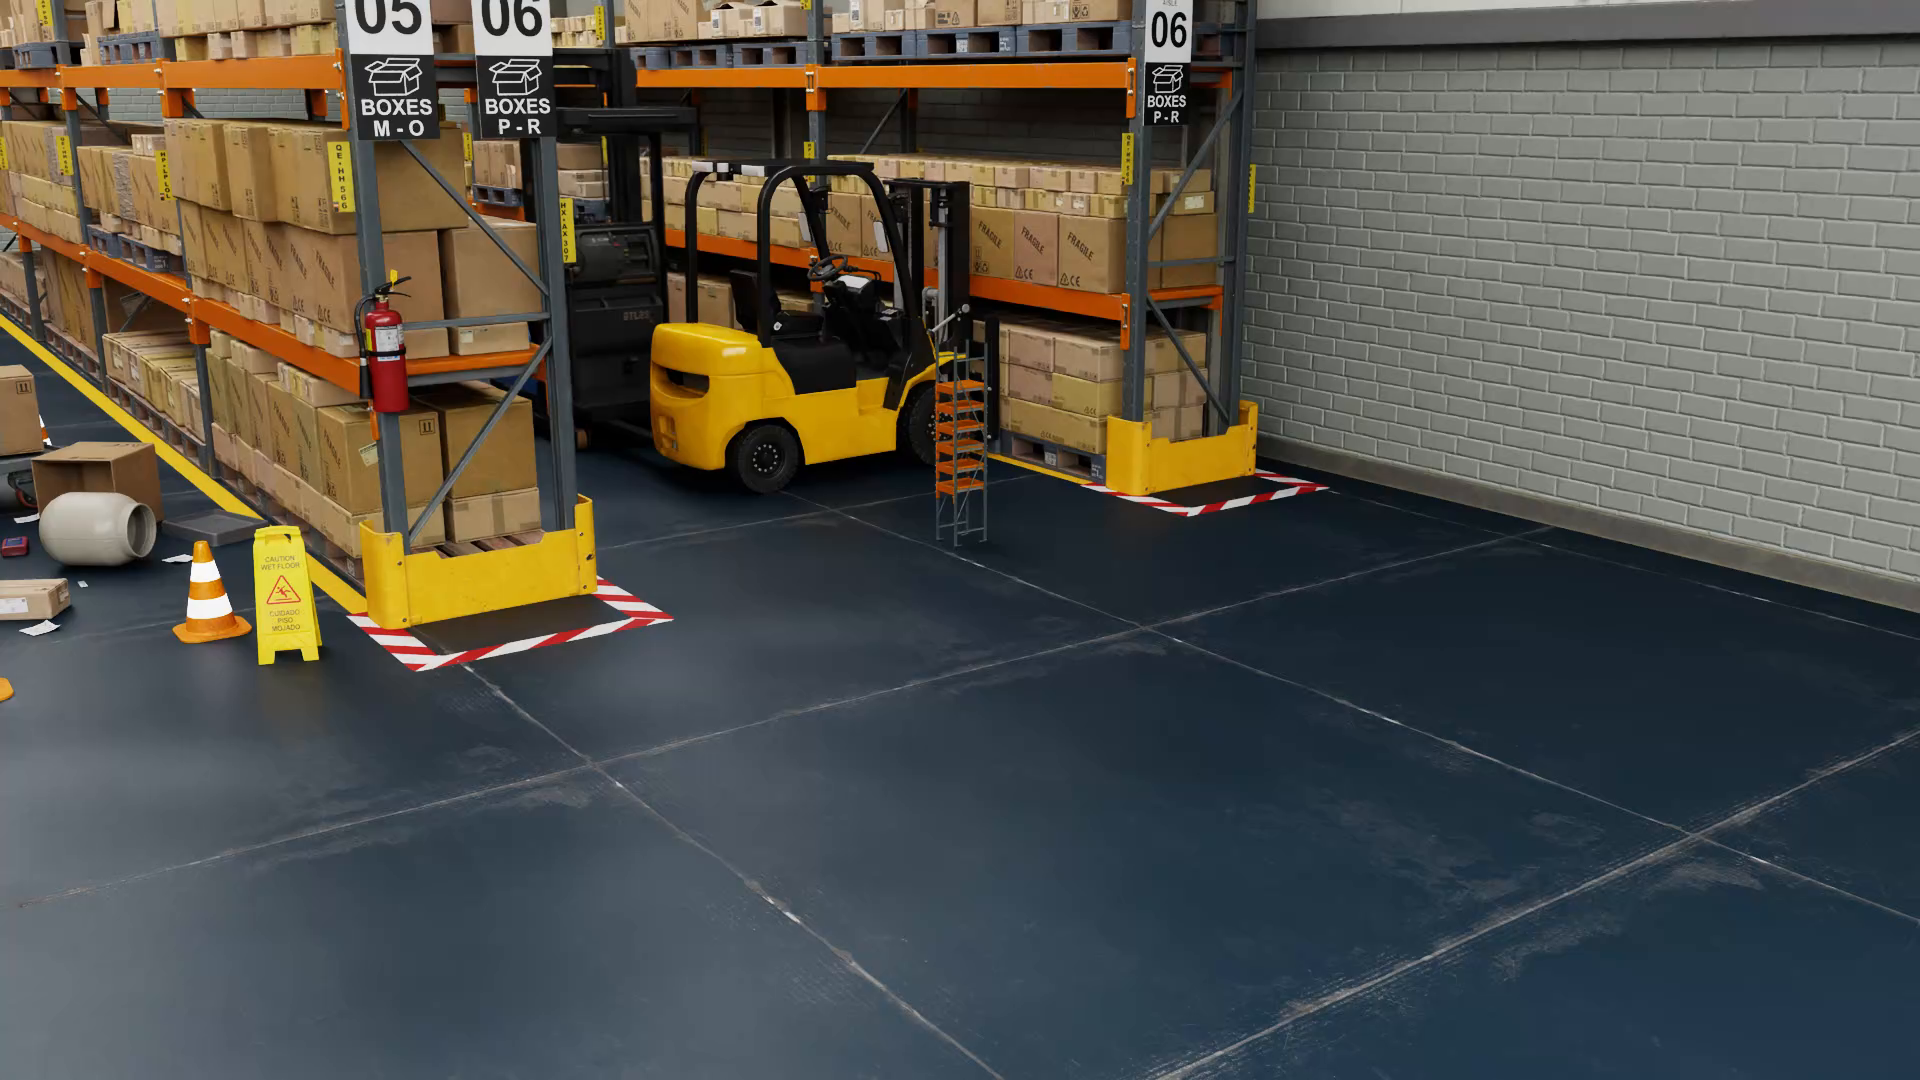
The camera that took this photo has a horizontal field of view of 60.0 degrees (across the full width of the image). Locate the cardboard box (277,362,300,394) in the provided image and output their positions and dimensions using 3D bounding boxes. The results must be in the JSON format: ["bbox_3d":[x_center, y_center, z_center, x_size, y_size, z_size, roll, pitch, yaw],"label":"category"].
[{"bbox_3d":[-3.732,-0.958,9.656,0.380,0.149,0.250,-10,18,-32],"label":"cardboard box"}]

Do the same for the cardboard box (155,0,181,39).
[{"bbox_3d":[-4.796,-3.333,10.610,0.500,0.250,0.500,-11,19,-36],"label":"cardboard box"}]

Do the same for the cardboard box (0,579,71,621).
[{"bbox_3d":[-4.885,0.312,8.656,0.380,0.149,0.250,-2,15,-6],"label":"cardboard box"}]

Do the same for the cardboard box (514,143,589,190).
[{"bbox_3d":[-4.654,-4.266,18.994,0.700,0.500,0.500,-11,19,-35],"label":"cardboard box"}]

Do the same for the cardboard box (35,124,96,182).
[{"bbox_3d":[-8.295,-3.621,15.542,0.500,0.500,0.500,-11,19,-34],"label":"cardboard box"}]

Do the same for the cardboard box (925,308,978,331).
[{"bbox_3d":[-0.195,-1.714,13.176,0.500,0.250,0.500,-10,18,-33],"label":"cardboard box"}]

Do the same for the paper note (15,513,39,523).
[{"bbox_3d":[-5.901,-0.141,10.535,0.148,0.019,0.142,-11,19,-35],"label":"paper note"}]

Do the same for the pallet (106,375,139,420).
[{"bbox_3d":[-6.726,-1.294,14.402,1.003,0.211,1.213,-11,19,-35],"label":"pallet"}]

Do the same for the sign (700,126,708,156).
[{"bbox_3d":[-2.725,-4.222,17.627,0.100,0.325,0.005,-11,19,-35],"label":"sign"}]

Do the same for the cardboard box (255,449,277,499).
[{"bbox_3d":[-4.067,-0.435,10.396,0.500,0.250,0.500,-11,19,-35],"label":"cardboard box"}]

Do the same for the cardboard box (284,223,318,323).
[{"bbox_3d":[-3.314,-1.470,9.011,0.500,0.500,0.500,-11,19,-34],"label":"cardboard box"}]

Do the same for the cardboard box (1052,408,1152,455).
[{"bbox_3d":[1.000,-0.796,11.716,0.500,0.250,0.500,-11,19,-34],"label":"cardboard box"}]

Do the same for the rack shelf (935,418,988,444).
[{"bbox_3d":[0.009,-0.649,9.886,0.258,0.103,0.180,-11,19,-35],"label":"rack shelf"}]

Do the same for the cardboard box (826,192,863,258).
[{"bbox_3d":[-0.770,-2.636,13.835,0.500,0.500,0.500,-12,19,-36],"label":"cardboard box"}]

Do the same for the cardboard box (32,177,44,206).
[{"bbox_3d":[-8.603,-3.364,16.023,0.500,0.250,0.500,-12,19,-36],"label":"cardboard box"}]

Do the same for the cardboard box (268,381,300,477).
[{"bbox_3d":[-3.764,-0.686,9.892,0.500,0.500,0.500,-11,19,-36],"label":"cardboard box"}]

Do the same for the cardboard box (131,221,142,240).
[{"bbox_3d":[-6.233,-2.436,12.975,0.380,0.149,0.250,-10,18,-33],"label":"cardboard box"}]

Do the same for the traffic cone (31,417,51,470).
[{"bbox_3d":[-6.694,-0.775,12.032,0.336,0.463,0.334,-11,19,-35],"label":"traffic cone"}]

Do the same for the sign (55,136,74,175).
[{"bbox_3d":[-7.632,-3.277,14.175,0.100,0.325,0.005,-11,19,-35],"label":"sign"}]

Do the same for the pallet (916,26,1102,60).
[{"bbox_3d":[0.416,-3.688,12.356,1.003,0.211,1.213,-11,19,-35],"label":"pallet"}]

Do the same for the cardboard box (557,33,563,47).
[{"bbox_3d":[-4.133,-5.408,17.999,0.380,0.149,0.250,-11,19,-34],"label":"cardboard box"}]

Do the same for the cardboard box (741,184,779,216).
[{"bbox_3d":[-1.624,-3.065,14.931,0.500,0.250,0.500,-11,19,-36],"label":"cardboard box"}]

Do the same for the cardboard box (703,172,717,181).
[{"bbox_3d":[-2.194,-3.435,15.527,0.380,0.149,0.250,-11,19,-36],"label":"cardboard box"}]

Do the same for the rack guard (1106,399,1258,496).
[{"bbox_3d":[1.546,-0.658,11.532,1.175,0.500,0.348,-11,19,-35],"label":"rack guard"}]

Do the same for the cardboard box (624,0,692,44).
[{"bbox_3d":[-2.943,-5.130,16.282,0.500,0.500,0.500,-11,19,-34],"label":"cardboard box"}]

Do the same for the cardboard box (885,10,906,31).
[{"bbox_3d":[-0.350,-3.992,12.789,0.380,0.149,0.250,-10,18,-33],"label":"cardboard box"}]

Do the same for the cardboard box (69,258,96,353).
[{"bbox_3d":[-8.045,-2.335,16.154,0.875,0.875,0.875,-11,19,-34],"label":"cardboard box"}]

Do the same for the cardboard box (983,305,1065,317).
[{"bbox_3d":[0.525,-1.684,13.067,0.500,0.250,0.500,-11,19,-36],"label":"cardboard box"}]

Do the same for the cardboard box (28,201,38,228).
[{"bbox_3d":[-8.897,-3.230,16.481,0.500,0.250,0.500,-11,19,-35],"label":"cardboard box"}]

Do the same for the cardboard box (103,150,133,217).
[{"bbox_3d":[-6.478,-2.845,13.241,0.500,0.500,0.500,-10,18,-34],"label":"cardboard box"}]

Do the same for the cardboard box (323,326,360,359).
[{"bbox_3d":[-3.113,-1.060,8.742,0.380,0.149,0.250,-11,19,-35],"label":"cardboard box"}]

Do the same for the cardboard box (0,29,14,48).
[{"bbox_3d":[-9.076,-4.872,16.159,0.380,0.166,0.250,-12,20,-38],"label":"cardboard box"}]

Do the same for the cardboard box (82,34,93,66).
[{"bbox_3d":[-6.987,-4.039,13.725,0.396,0.266,0.258,-11,19,-35],"label":"cardboard box"}]

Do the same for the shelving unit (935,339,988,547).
[{"bbox_3d":[0.009,-0.576,9.906,0.258,1.200,0.189,-11,19,-35],"label":"shelving unit"}]

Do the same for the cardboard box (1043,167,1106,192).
[{"bbox_3d":[0.805,-2.516,11.607,0.380,0.149,0.250,-10,18,-33],"label":"cardboard box"}]

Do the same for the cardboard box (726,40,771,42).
[{"bbox_3d":[-2.030,-4.844,15.869,0.380,0.166,0.250,-11,19,-35],"label":"cardboard box"}]

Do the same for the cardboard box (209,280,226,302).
[{"bbox_3d":[-4.717,-1.667,10.962,0.380,0.149,0.250,-10,18,-33],"label":"cardboard box"}]

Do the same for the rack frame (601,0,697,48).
[{"bbox_3d":[-3.172,-6.470,16.671,1.000,3.000,0.127,-11,19,-35],"label":"rack frame"}]

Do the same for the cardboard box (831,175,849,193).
[{"bbox_3d":[-0.845,-2.975,13.845,0.380,0.149,0.250,-11,19,-35],"label":"cardboard box"}]

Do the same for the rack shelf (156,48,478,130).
[{"bbox_3d":[-3.657,-2.624,9.663,1.077,0.370,4.000,-11,19,-35],"label":"rack shelf"}]

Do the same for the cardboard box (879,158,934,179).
[{"bbox_3d":[-0.420,-2.947,13.181,0.380,0.149,0.250,-10,18,-33],"label":"cardboard box"}]

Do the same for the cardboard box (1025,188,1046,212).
[{"bbox_3d":[0.688,-2.430,11.853,0.380,0.149,0.250,-11,19,-35],"label":"cardboard box"}]

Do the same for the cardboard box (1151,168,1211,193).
[{"bbox_3d":[1.507,-2.478,11.466,0.380,0.149,0.250,-11,19,-36],"label":"cardboard box"}]

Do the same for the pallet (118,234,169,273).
[{"bbox_3d":[-5.988,-2.297,13.149,1.003,0.211,1.213,-11,19,-35],"label":"pallet"}]

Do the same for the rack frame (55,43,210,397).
[{"bbox_3d":[-7.185,-2.806,14.645,1.000,3.000,0.127,-11,19,-35],"label":"rack frame"}]

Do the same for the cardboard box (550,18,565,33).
[{"bbox_3d":[-4.226,-5.538,17.912,0.380,0.149,0.250,-11,19,-36],"label":"cardboard box"}]

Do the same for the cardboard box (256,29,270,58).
[{"bbox_3d":[-3.647,-2.734,9.175,0.380,0.149,0.250,-11,19,-36],"label":"cardboard box"}]

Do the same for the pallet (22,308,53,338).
[{"bbox_3d":[-9.920,-2.489,18.771,1.003,0.211,1.213,-11,19,-35],"label":"pallet"}]

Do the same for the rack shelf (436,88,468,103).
[{"bbox_3d":[-6.700,-5.958,21.843,1.077,0.370,4.000,-11,19,-35],"label":"rack shelf"}]

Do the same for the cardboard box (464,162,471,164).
[{"bbox_3d":[-6.327,-4.678,21.205,0.500,0.250,0.500,-11,19,-34],"label":"cardboard box"}]

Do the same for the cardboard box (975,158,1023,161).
[{"bbox_3d":[0.339,-2.928,13.109,0.380,0.149,0.250,-11,19,-35],"label":"cardboard box"}]

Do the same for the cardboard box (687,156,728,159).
[{"bbox_3d":[-2.573,-3.861,17.084,0.380,0.149,0.250,-10,18,-33],"label":"cardboard box"}]

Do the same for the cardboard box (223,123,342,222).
[{"bbox_3d":[-3.633,-2.049,9.232,0.700,0.500,0.500,-11,19,-35],"label":"cardboard box"}]

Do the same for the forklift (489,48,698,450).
[{"bbox_3d":[-2.645,-2.238,12.701,1.130,2.935,3.031,-11,19,-35],"label":"forklift"}]

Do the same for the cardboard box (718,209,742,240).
[{"bbox_3d":[-1.895,-2.935,15.400,0.500,0.250,0.500,-11,19,-34],"label":"cardboard box"}]
